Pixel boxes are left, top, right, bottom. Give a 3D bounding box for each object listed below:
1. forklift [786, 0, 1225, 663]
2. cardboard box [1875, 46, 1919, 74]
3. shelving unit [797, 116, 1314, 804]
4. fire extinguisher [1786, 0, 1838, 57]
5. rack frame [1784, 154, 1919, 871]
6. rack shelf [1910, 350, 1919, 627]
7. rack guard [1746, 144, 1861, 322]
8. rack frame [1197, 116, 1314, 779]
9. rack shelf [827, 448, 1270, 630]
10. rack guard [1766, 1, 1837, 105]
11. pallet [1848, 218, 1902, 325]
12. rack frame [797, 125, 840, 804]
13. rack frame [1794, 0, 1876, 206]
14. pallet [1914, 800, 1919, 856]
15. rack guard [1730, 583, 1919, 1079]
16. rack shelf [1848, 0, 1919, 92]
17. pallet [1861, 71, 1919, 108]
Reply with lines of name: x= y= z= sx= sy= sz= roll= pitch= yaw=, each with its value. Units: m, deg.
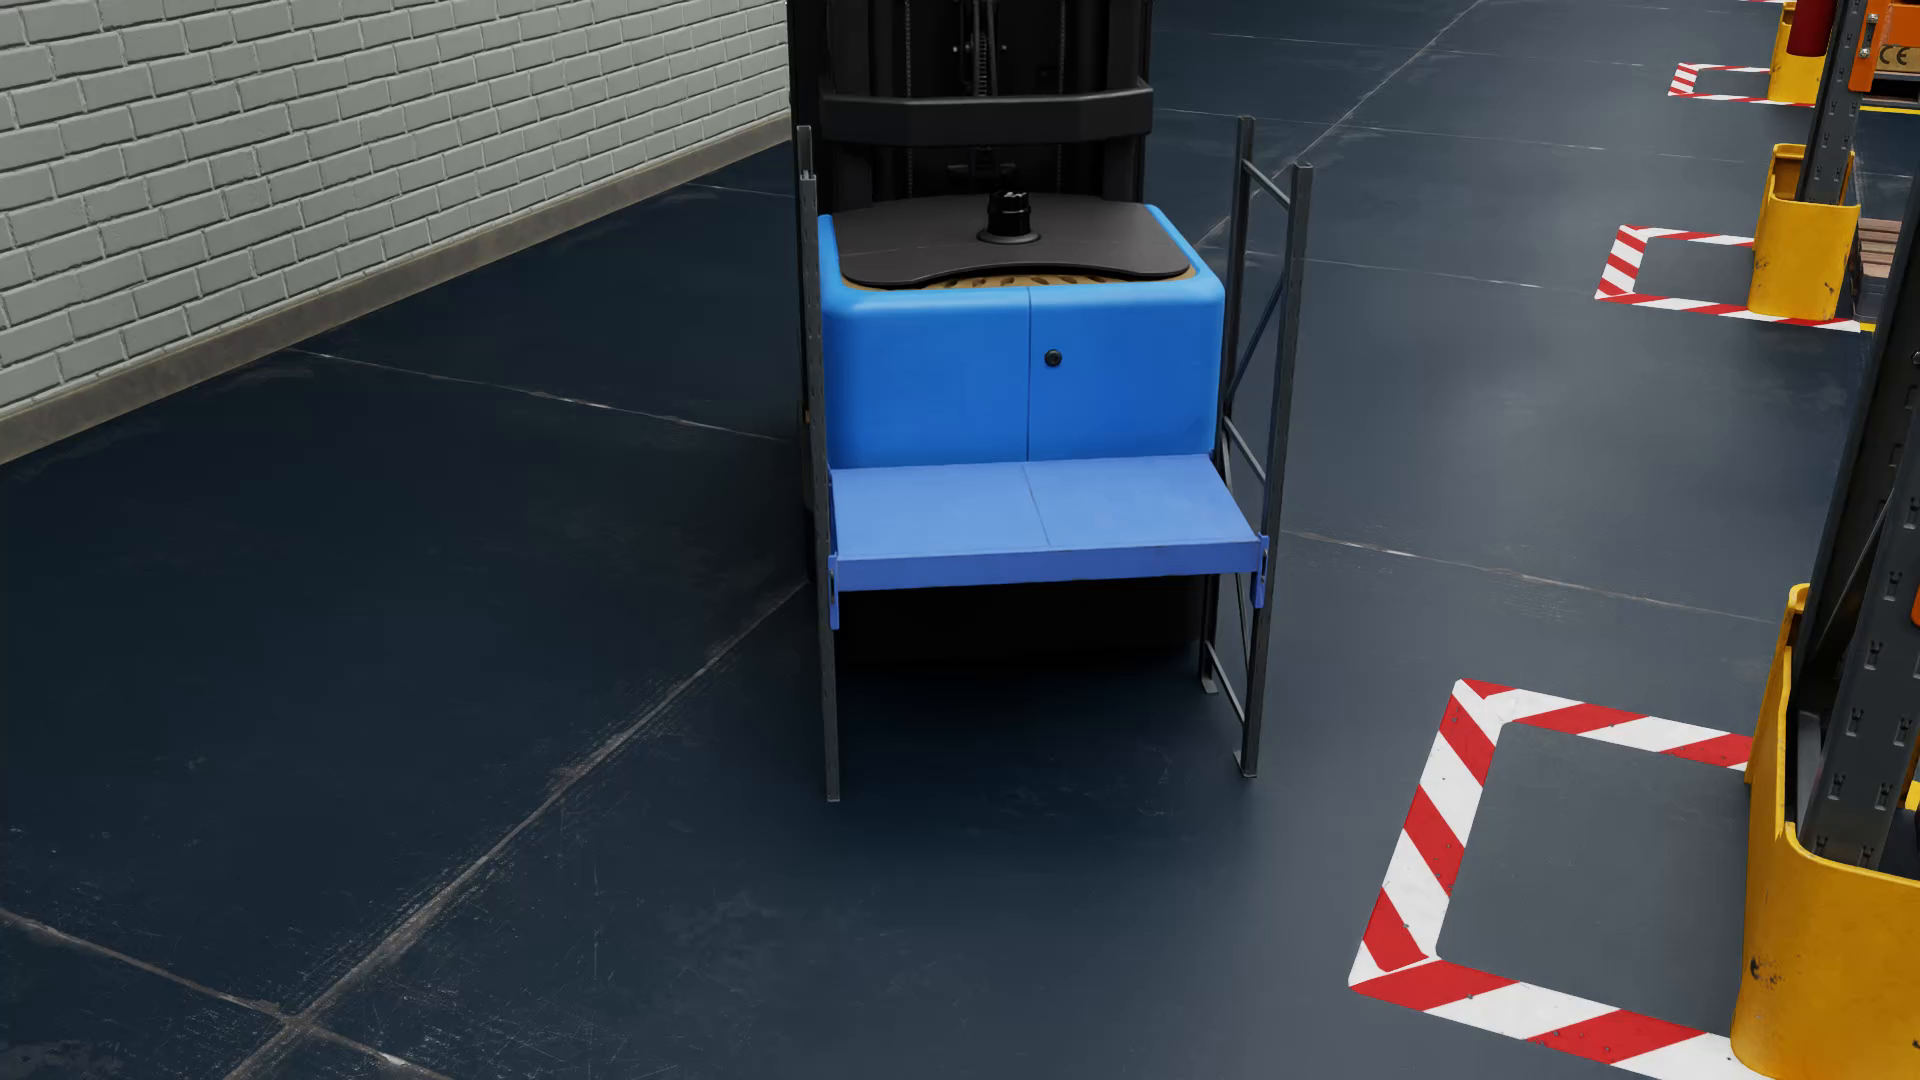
forklift: x=-0.001 y=-1.610 z=5.201 sx=1.130 sy=2.935 sz=3.031 roll=-3 pitch=26 yaw=-6
cardboard box: x=6.528 y=-3.685 z=11.268 sx=0.875 sy=0.875 sz=0.875 roll=11 pitch=28 yaw=22
shelving unit: x=0.178 y=-0.177 z=3.911 sx=1.048 sy=1.500 sz=0.538 roll=-3 pitch=26 yaw=-5
fire extinguisher: x=3.913 y=-2.551 z=7.545 sx=0.183 sy=0.674 sz=0.296 roll=11 pitch=28 yaw=22
rack frame: x=1.808 y=-0.552 z=2.975 sx=0.127 sy=3.000 sz=1.000 roll=11 pitch=28 yaw=22
rack shelf: x=3.629 y=0.137 z=2.391 sx=4.000 sy=0.370 sz=1.077 roll=11 pitch=28 yaw=22
rack guard: x=3.835 y=-1.421 z=7.569 sx=0.348 sy=0.500 sz=1.175 roll=11 pitch=28 yaw=22
rack frame: x=0.684 y=-0.200 z=3.957 sx=0.032 sy=1.500 sz=0.500 roll=-3 pitch=26 yaw=-5
rack shelf: x=0.178 y=-0.015 z=3.990 sx=1.000 sy=0.185 sz=0.538 roll=-3 pitch=26 yaw=-5
rack guard: x=5.891 y=-3.417 z=11.625 sx=0.348 sy=0.500 sz=1.175 roll=11 pitch=28 yaw=22
pallet: x=4.597 y=-1.125 z=7.297 sx=1.213 sy=0.211 sz=1.003 roll=11 pitch=28 yaw=22
rack frame: x=-0.327 y=-0.154 z=3.864 sx=0.032 sy=1.500 sz=0.500 roll=-3 pitch=26 yaw=-5
rack frame: x=3.862 y=-2.543 z=7.019 sx=0.127 sy=3.000 sz=1.000 roll=11 pitch=28 yaw=22
pallet: x=2.604 y=0.859 z=3.267 sx=1.213 sy=0.211 sz=1.003 roll=11 pitch=28 yaw=22
rack guard: x=1.878 y=0.584 z=3.499 sx=0.348 sy=0.500 sz=1.175 roll=11 pitch=28 yaw=22
rack shelf: x=5.683 y=-1.854 z=6.435 sx=4.000 sy=0.370 sz=1.077 roll=11 pitch=28 yaw=22
pallet: x=6.673 y=-3.169 z=11.447 sx=1.213 sy=0.211 sz=1.003 roll=11 pitch=28 yaw=22
